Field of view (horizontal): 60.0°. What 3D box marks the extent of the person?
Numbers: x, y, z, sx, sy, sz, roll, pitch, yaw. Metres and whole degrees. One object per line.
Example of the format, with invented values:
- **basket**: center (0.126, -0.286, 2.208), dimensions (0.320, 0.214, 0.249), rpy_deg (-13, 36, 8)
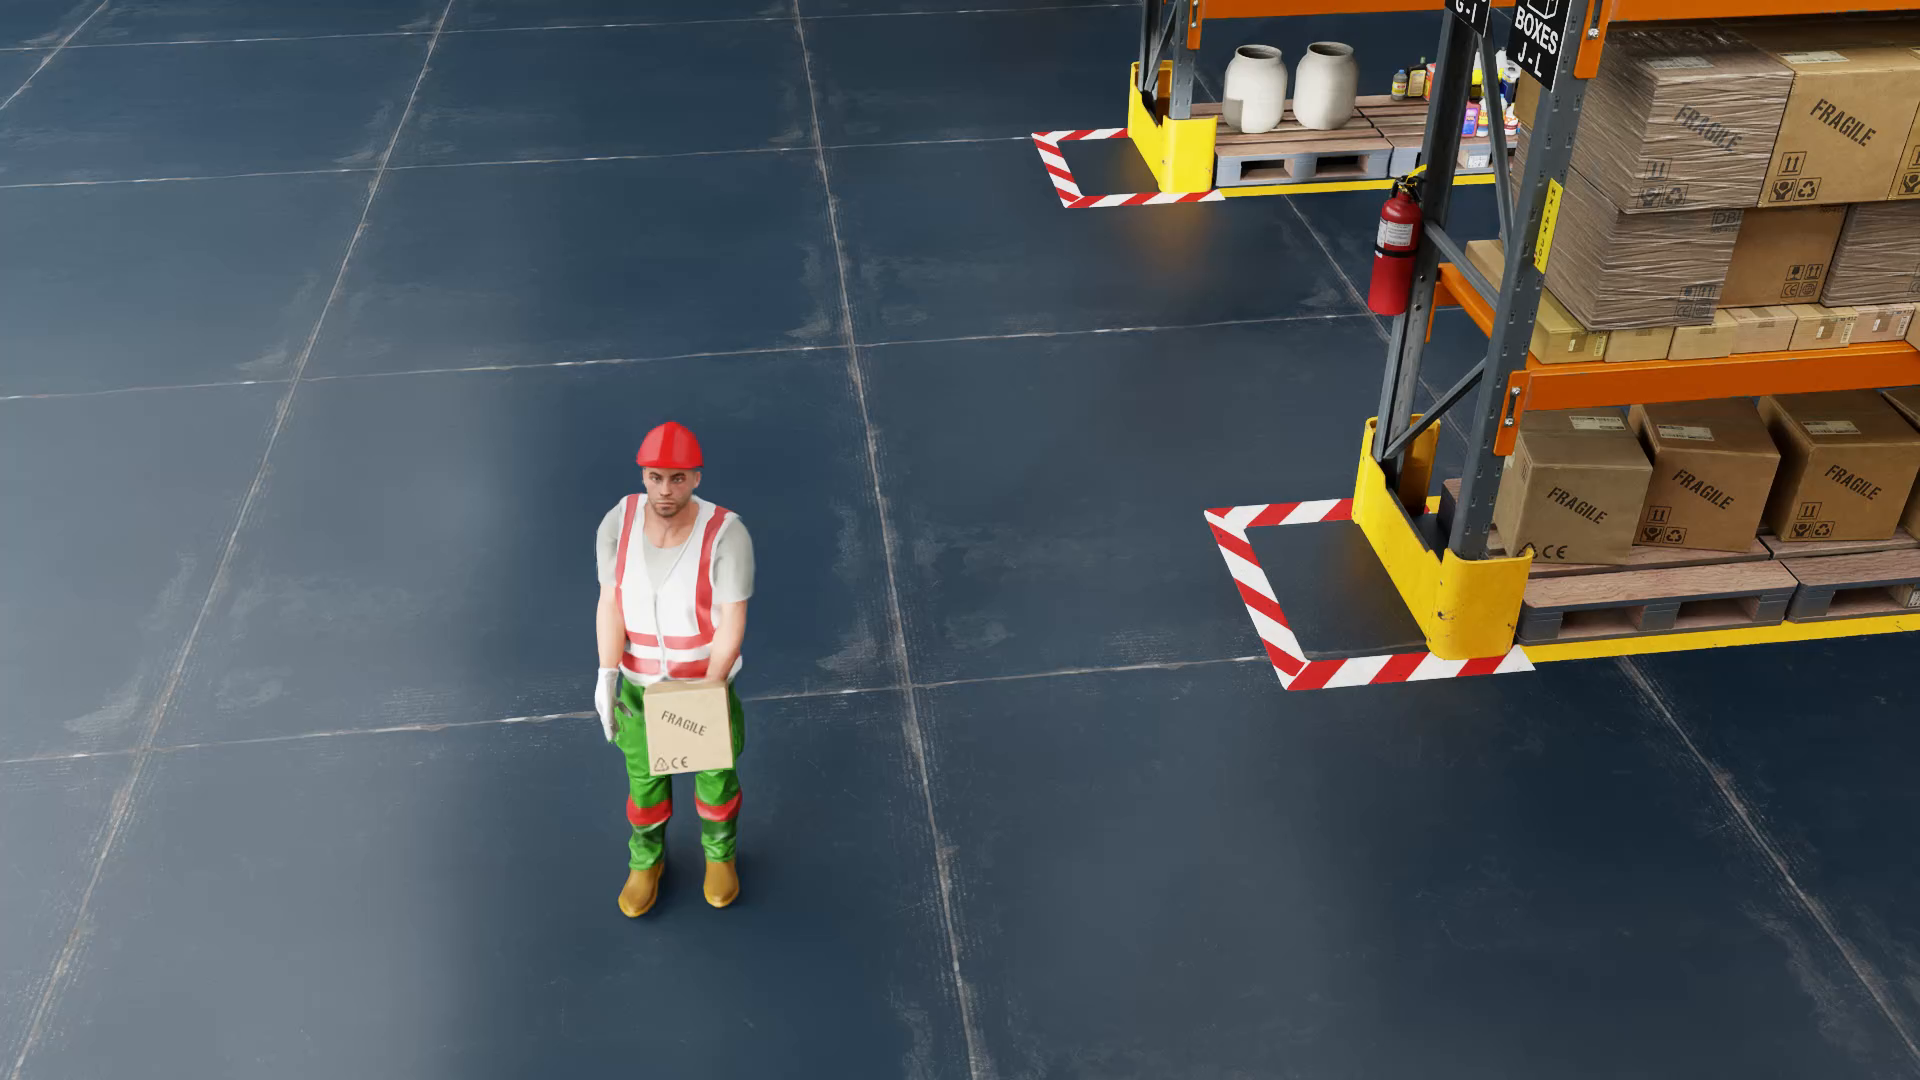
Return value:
- **person**: center (-0.919, 0.472, 5.429), dimensions (0.514, 1.793, 0.526), rpy_deg (5, 35, 8)
